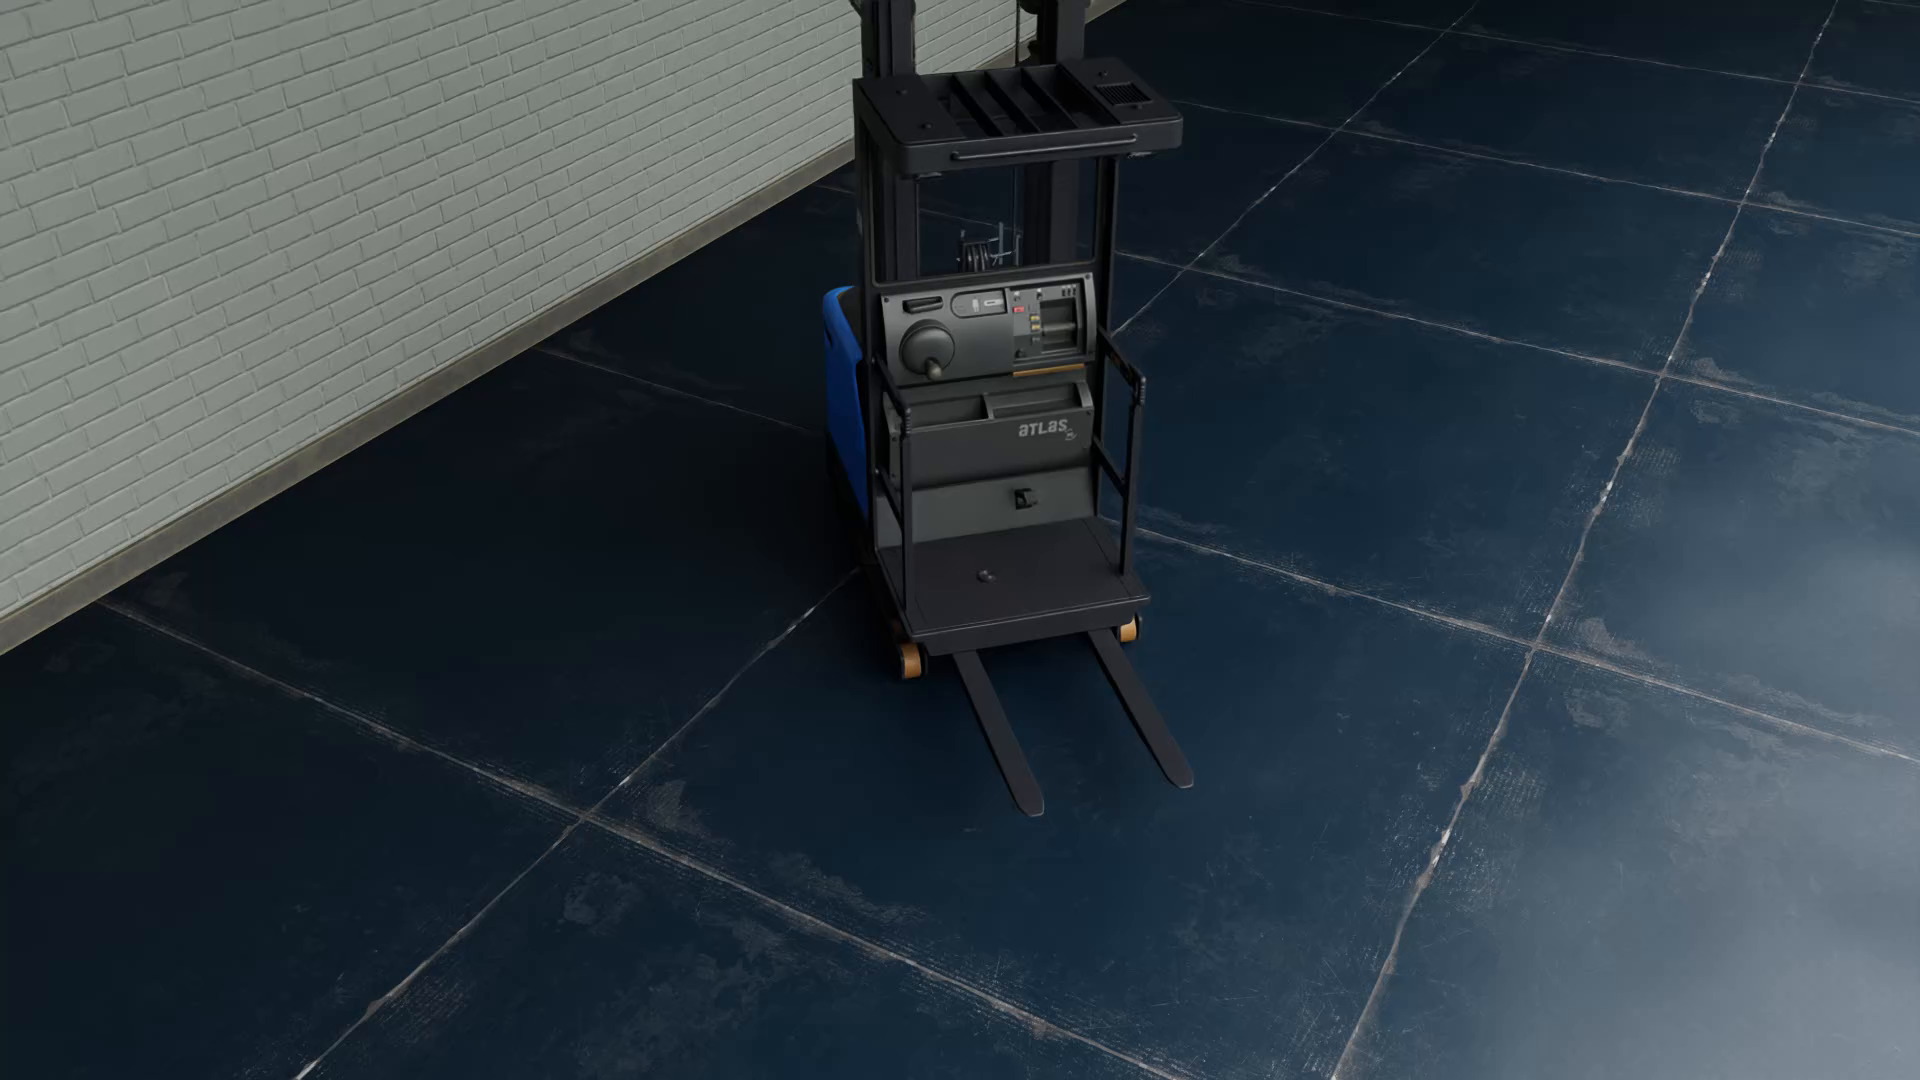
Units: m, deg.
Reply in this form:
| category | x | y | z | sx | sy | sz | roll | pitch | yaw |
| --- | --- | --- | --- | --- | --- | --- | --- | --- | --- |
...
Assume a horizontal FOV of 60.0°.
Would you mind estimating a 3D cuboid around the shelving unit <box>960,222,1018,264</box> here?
| category | x | y | z | sx | sy | sz | roll | pitch | yaw |
| --- | --- | --- | --- | --- | --- | --- | --- | --- | --- |
| shelving unit | 0.146 | -1.059 | 8.758 | 0.258 | 1.200 | 0.189 | -14 | 36 | -20 |

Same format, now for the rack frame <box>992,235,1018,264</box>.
| category | x | y | z | sx | sy | sz | roll | pitch | yaw |
| --- | --- | --- | --- | --- | --- | --- | --- | --- | --- |
| rack frame | 0.183 | -1.013 | 8.688 | 0.240 | 1.200 | 0.006 | -14 | 36 | -20 |

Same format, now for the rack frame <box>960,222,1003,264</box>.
| category | x | y | z | sx | sy | sz | roll | pitch | yaw |
| --- | --- | --- | --- | --- | --- | --- | --- | --- | --- |
| rack frame | 0.109 | -1.105 | 8.828 | 0.240 | 1.200 | 0.006 | -14 | 36 | -20 |

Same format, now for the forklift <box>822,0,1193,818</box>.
| category | x | y | z | sx | sy | sz | roll | pitch | yaw |
| --- | --- | --- | --- | --- | --- | --- | --- | --- | --- |
| forklift | 0.185 | -0.847 | 6.878 | 1.130 | 2.935 | 3.031 | -9 | 35 | -13 |
